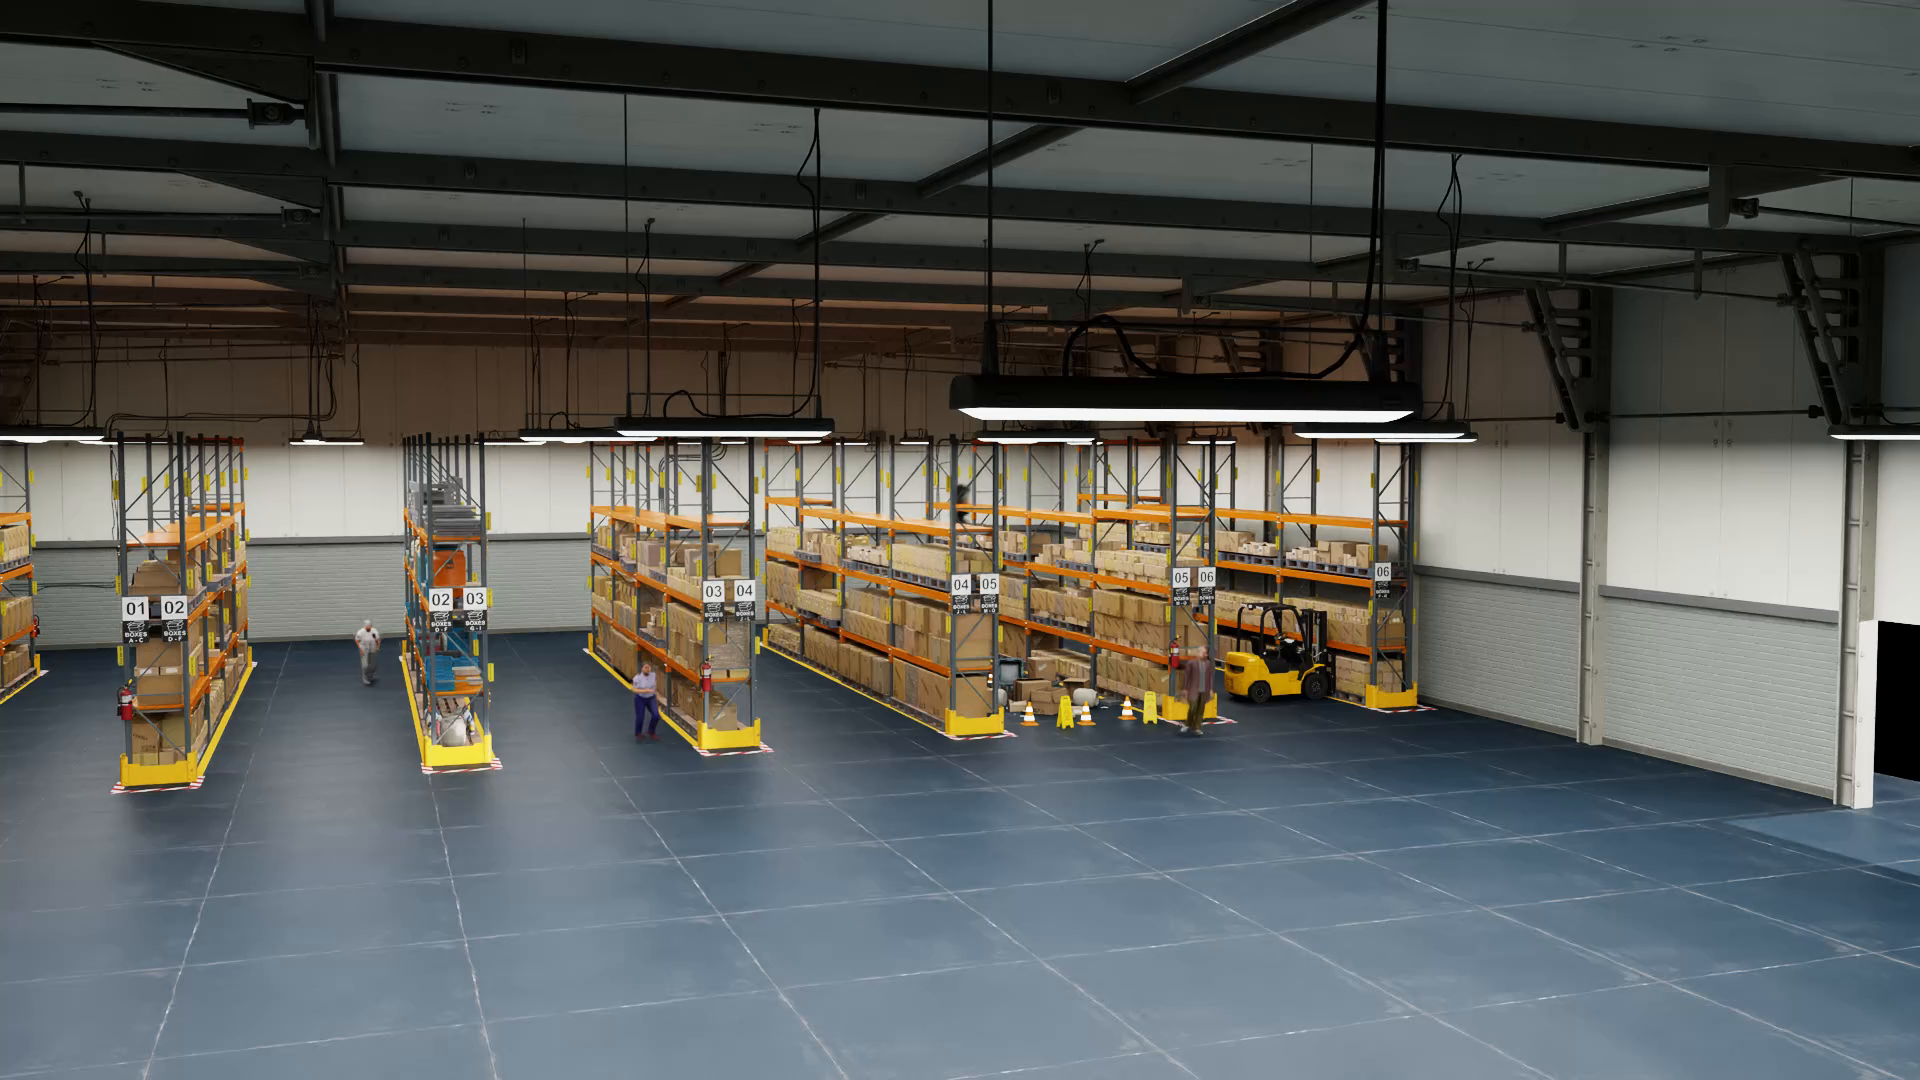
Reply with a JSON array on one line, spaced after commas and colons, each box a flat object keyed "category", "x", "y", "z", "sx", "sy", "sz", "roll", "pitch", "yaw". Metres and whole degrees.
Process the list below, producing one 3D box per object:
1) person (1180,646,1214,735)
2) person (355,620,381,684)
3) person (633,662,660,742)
[{"category": "person", "x": 4.715, "y": 2.991, "z": 33.056, "sx": 0.664, "sy": 1.768, "sz": 0.516, "roll": -1, "pitch": 3, "yaw": -18}, {"category": "person", "x": -14.384, "y": 2.702, "z": 40.433, "sx": 0.632, "sy": 1.572, "sz": 0.846, "roll": -2, "pitch": 4, "yaw": -38}, {"category": "person", "x": -6.126, "y": 3.136, "z": 32.355, "sx": 0.535, "sy": 1.578, "sz": 0.881, "roll": -2, "pitch": 4, "yaw": -27}]
